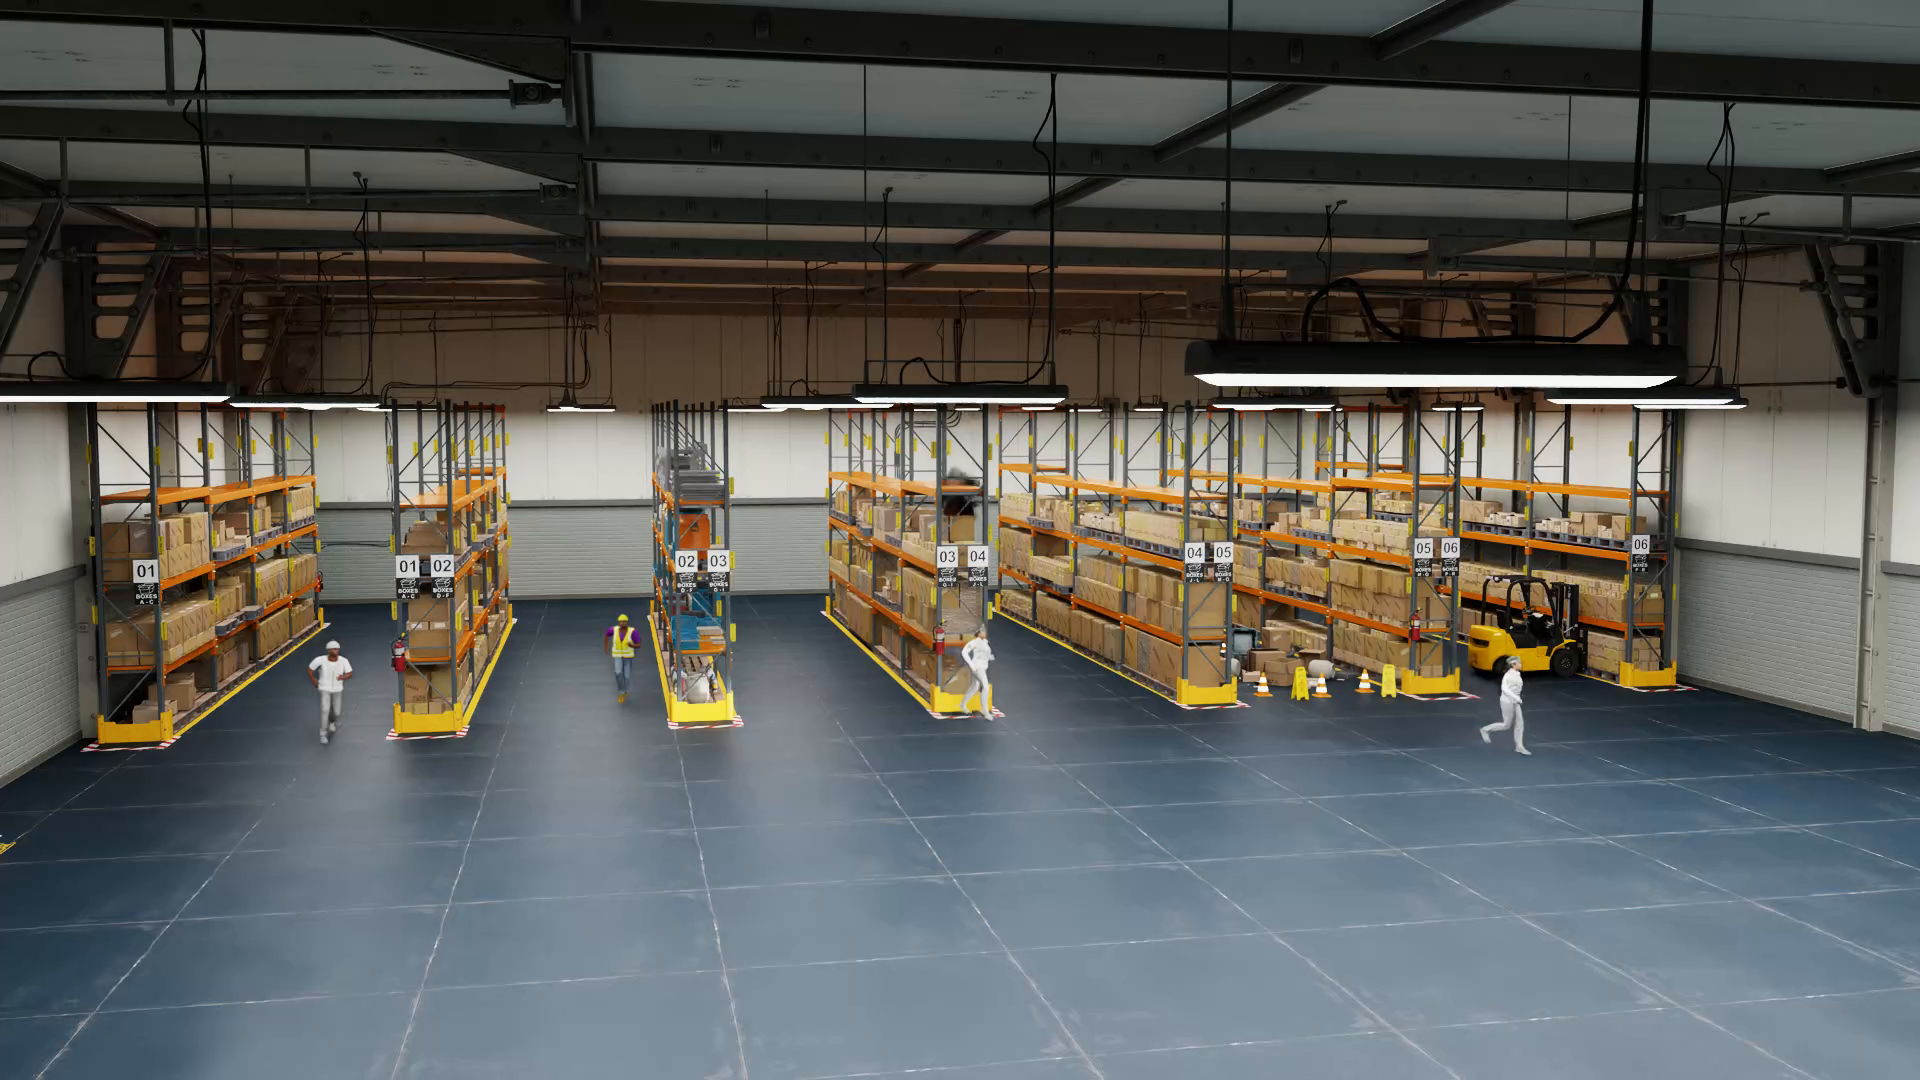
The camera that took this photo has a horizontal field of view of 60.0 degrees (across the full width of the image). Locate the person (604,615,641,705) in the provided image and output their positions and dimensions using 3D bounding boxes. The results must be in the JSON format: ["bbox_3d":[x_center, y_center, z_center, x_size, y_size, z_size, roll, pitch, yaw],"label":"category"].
[{"bbox_3d":[-6.712,2.358,33.093,0.729,1.784,0.835,-1,4,-9],"label":"person"}]

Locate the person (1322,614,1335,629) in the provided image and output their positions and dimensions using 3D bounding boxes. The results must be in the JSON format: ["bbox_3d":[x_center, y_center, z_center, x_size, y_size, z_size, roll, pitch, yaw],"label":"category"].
[{"bbox_3d":[9.475,1.611,42.790,0.728,1.789,1.112,-1,4,-8],"label":"person"}]

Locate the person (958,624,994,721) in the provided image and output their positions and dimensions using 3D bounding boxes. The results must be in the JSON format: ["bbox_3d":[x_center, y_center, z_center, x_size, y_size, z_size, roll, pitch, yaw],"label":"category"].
[{"bbox_3d":[0.322,2.405,30.624,0.765,1.749,0.619,2,5,26],"label":"person"}]

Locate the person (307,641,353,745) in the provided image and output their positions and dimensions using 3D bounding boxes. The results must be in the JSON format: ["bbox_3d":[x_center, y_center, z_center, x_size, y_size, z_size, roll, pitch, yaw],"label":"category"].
[{"bbox_3d":[-11.083,2.654,29.357,0.723,1.745,0.944,-3,5,-36],"label":"person"}]

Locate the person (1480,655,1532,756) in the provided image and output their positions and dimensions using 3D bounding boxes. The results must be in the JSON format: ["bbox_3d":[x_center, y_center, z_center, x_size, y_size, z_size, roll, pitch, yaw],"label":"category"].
[{"bbox_3d":[9.293,2.772,28.219,0.879,1.685,0.641,3,5,32],"label":"person"}]
